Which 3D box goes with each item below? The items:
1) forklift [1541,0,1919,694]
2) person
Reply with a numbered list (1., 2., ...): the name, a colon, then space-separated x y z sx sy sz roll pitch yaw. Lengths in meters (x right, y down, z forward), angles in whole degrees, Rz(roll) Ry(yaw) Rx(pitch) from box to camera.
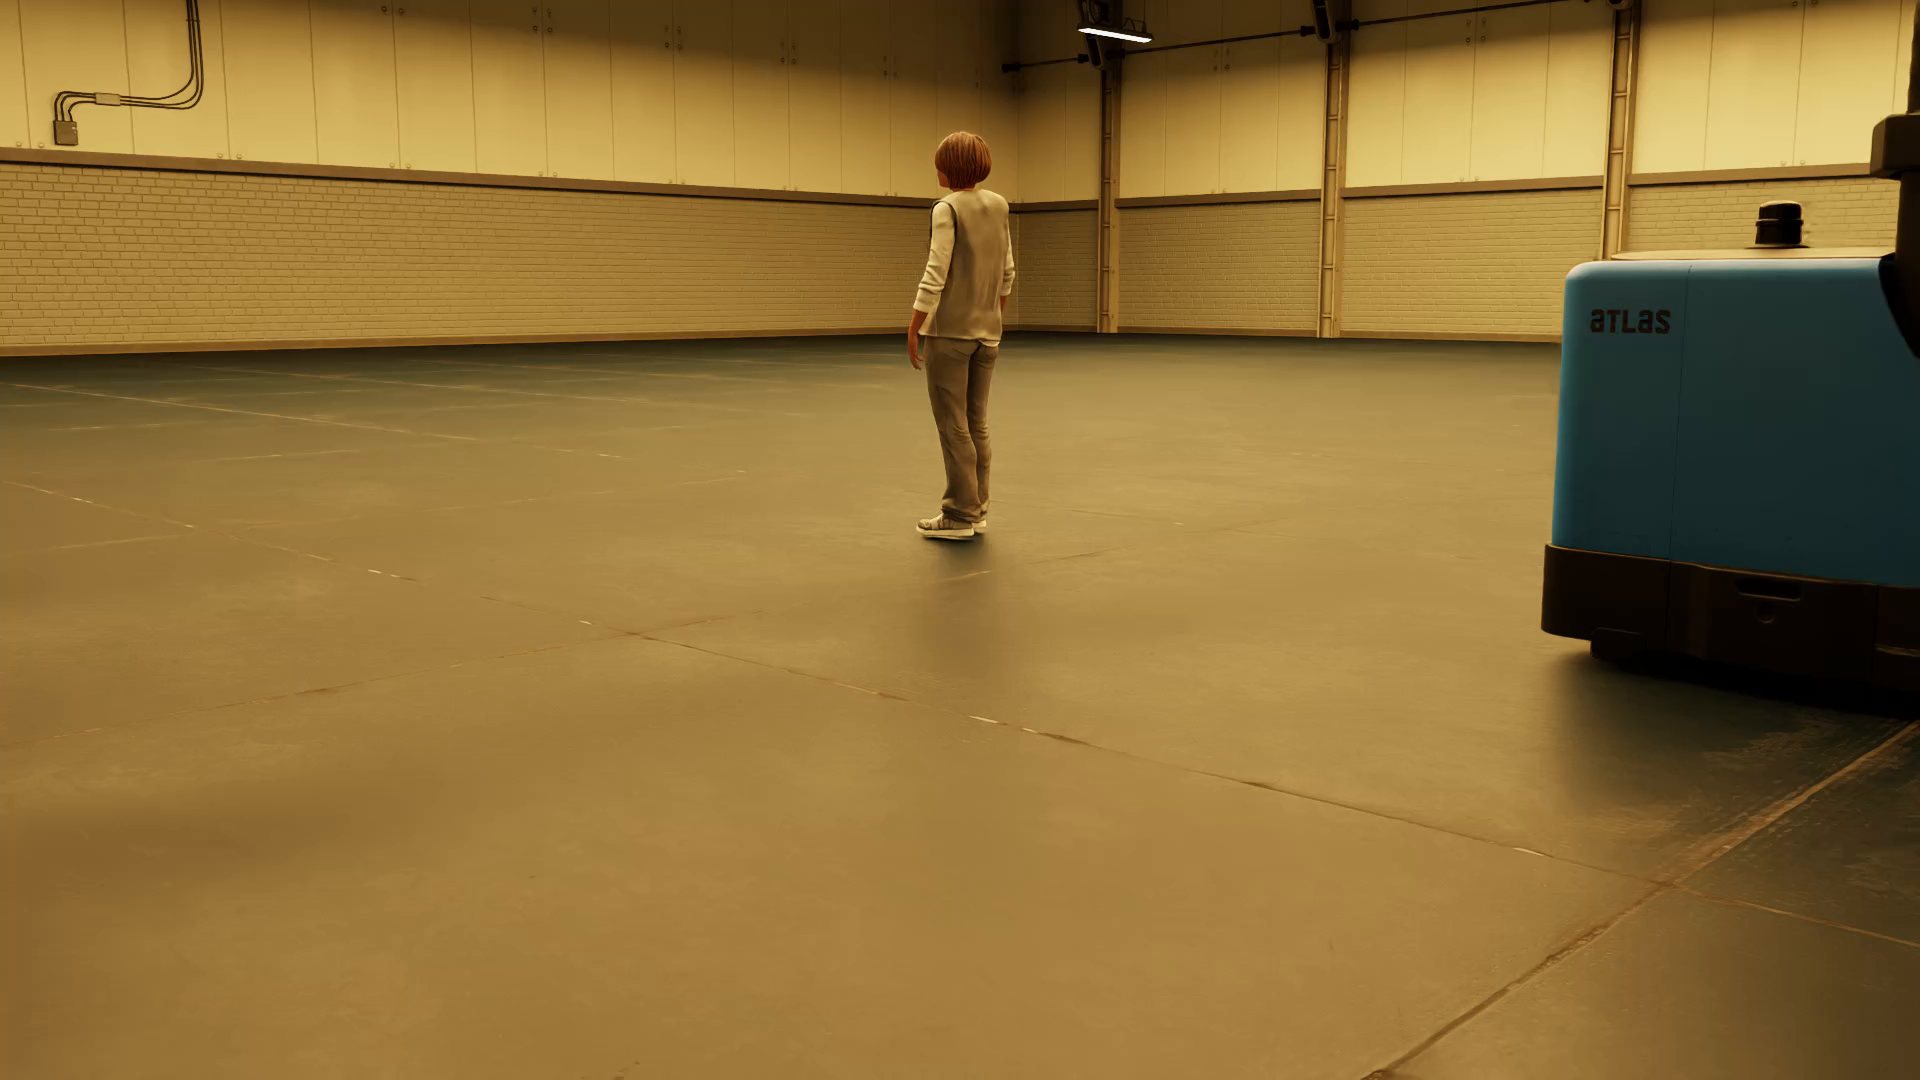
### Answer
1. forklift: 2.994 -1.022 3.659 1.130 2.935 3.031 -8 12 -44
2. person: -0.044 -0.806 6.659 0.473 1.599 0.520 8 12 43
